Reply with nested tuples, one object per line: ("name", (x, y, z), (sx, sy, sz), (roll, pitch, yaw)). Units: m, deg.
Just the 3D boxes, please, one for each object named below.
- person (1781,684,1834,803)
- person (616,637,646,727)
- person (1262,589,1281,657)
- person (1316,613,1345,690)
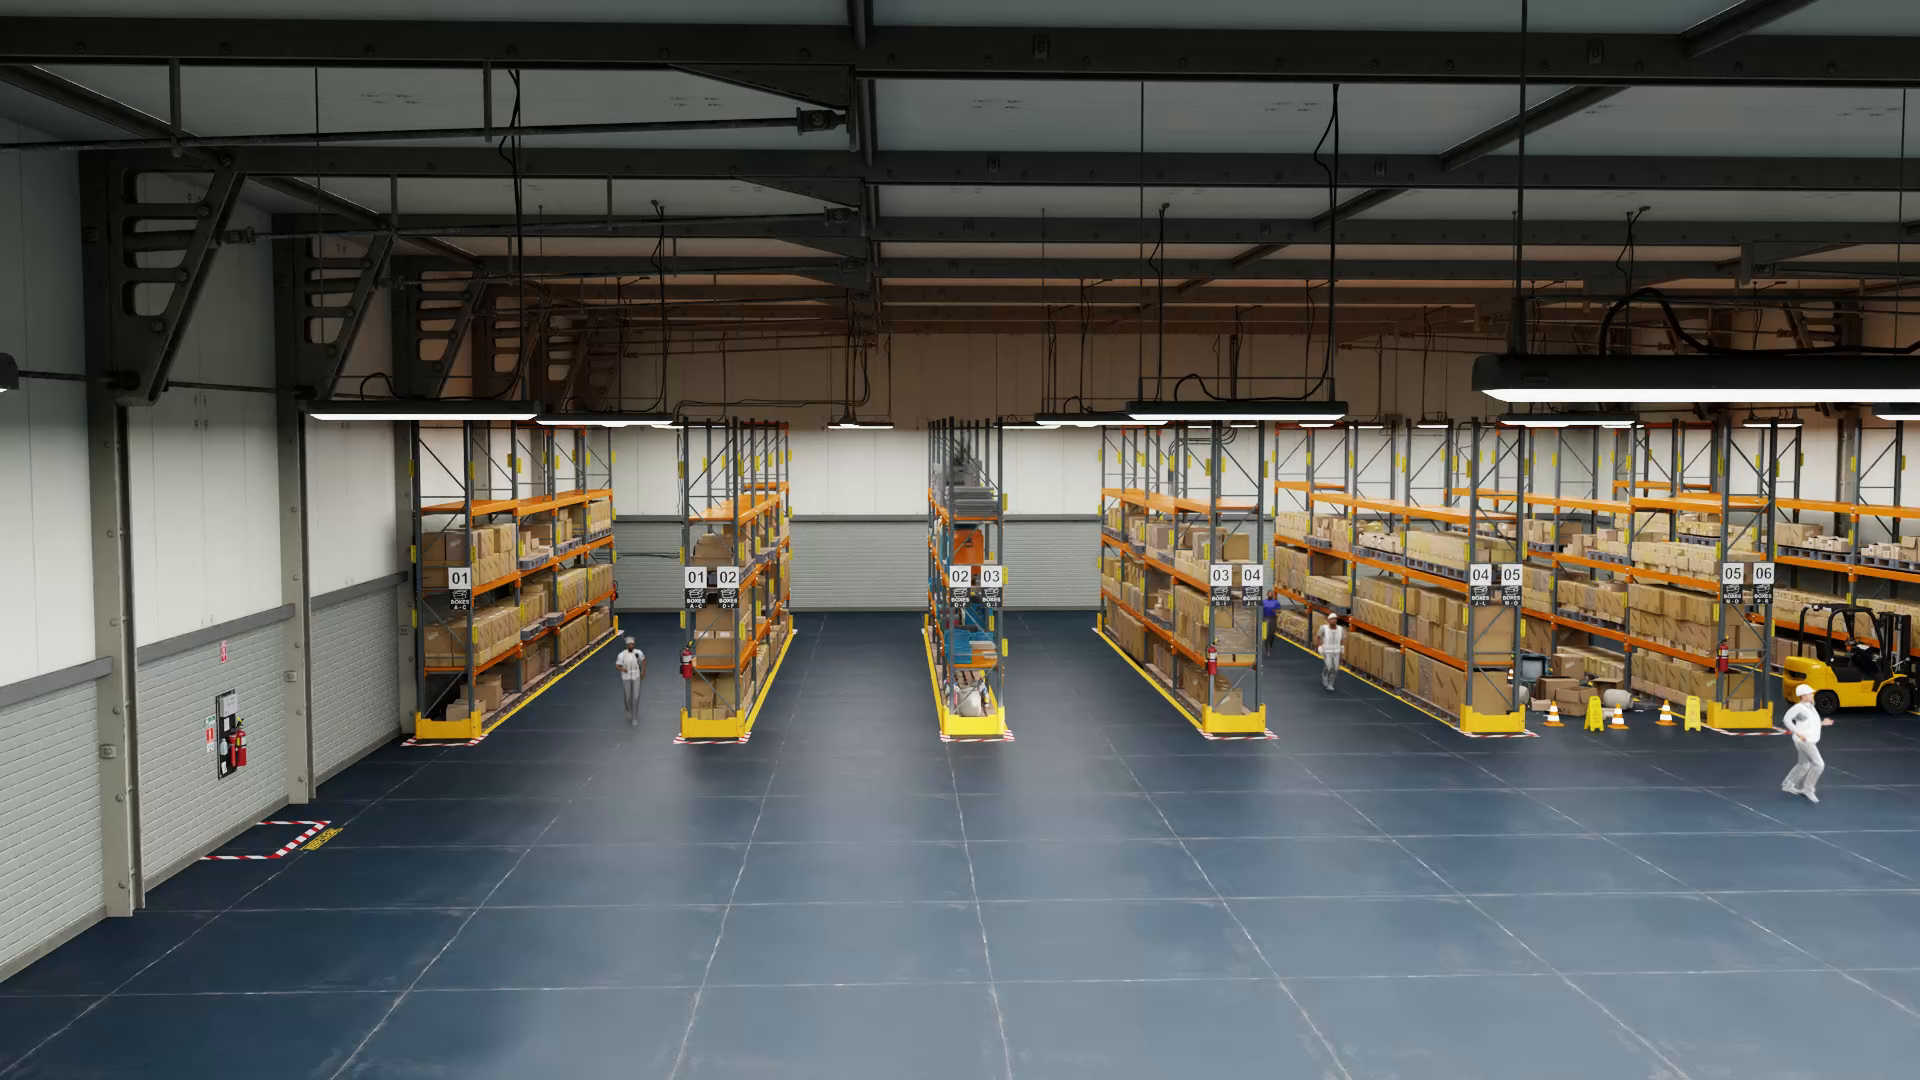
("person", (13.157, 3.158, 25.833), (0.715, 1.824, 0.637), (3, 5, 40))
("person", (-6.454, 2.750, 32.620), (0.587, 1.725, 0.895), (-1, 4, -11))
("person", (7.927, 2.109, 42.551), (0.562, 1.690, 0.863), (0, 4, 0))
("person", (8.208, 2.472, 36.683), (0.631, 1.715, 0.601), (0, 4, -6))
